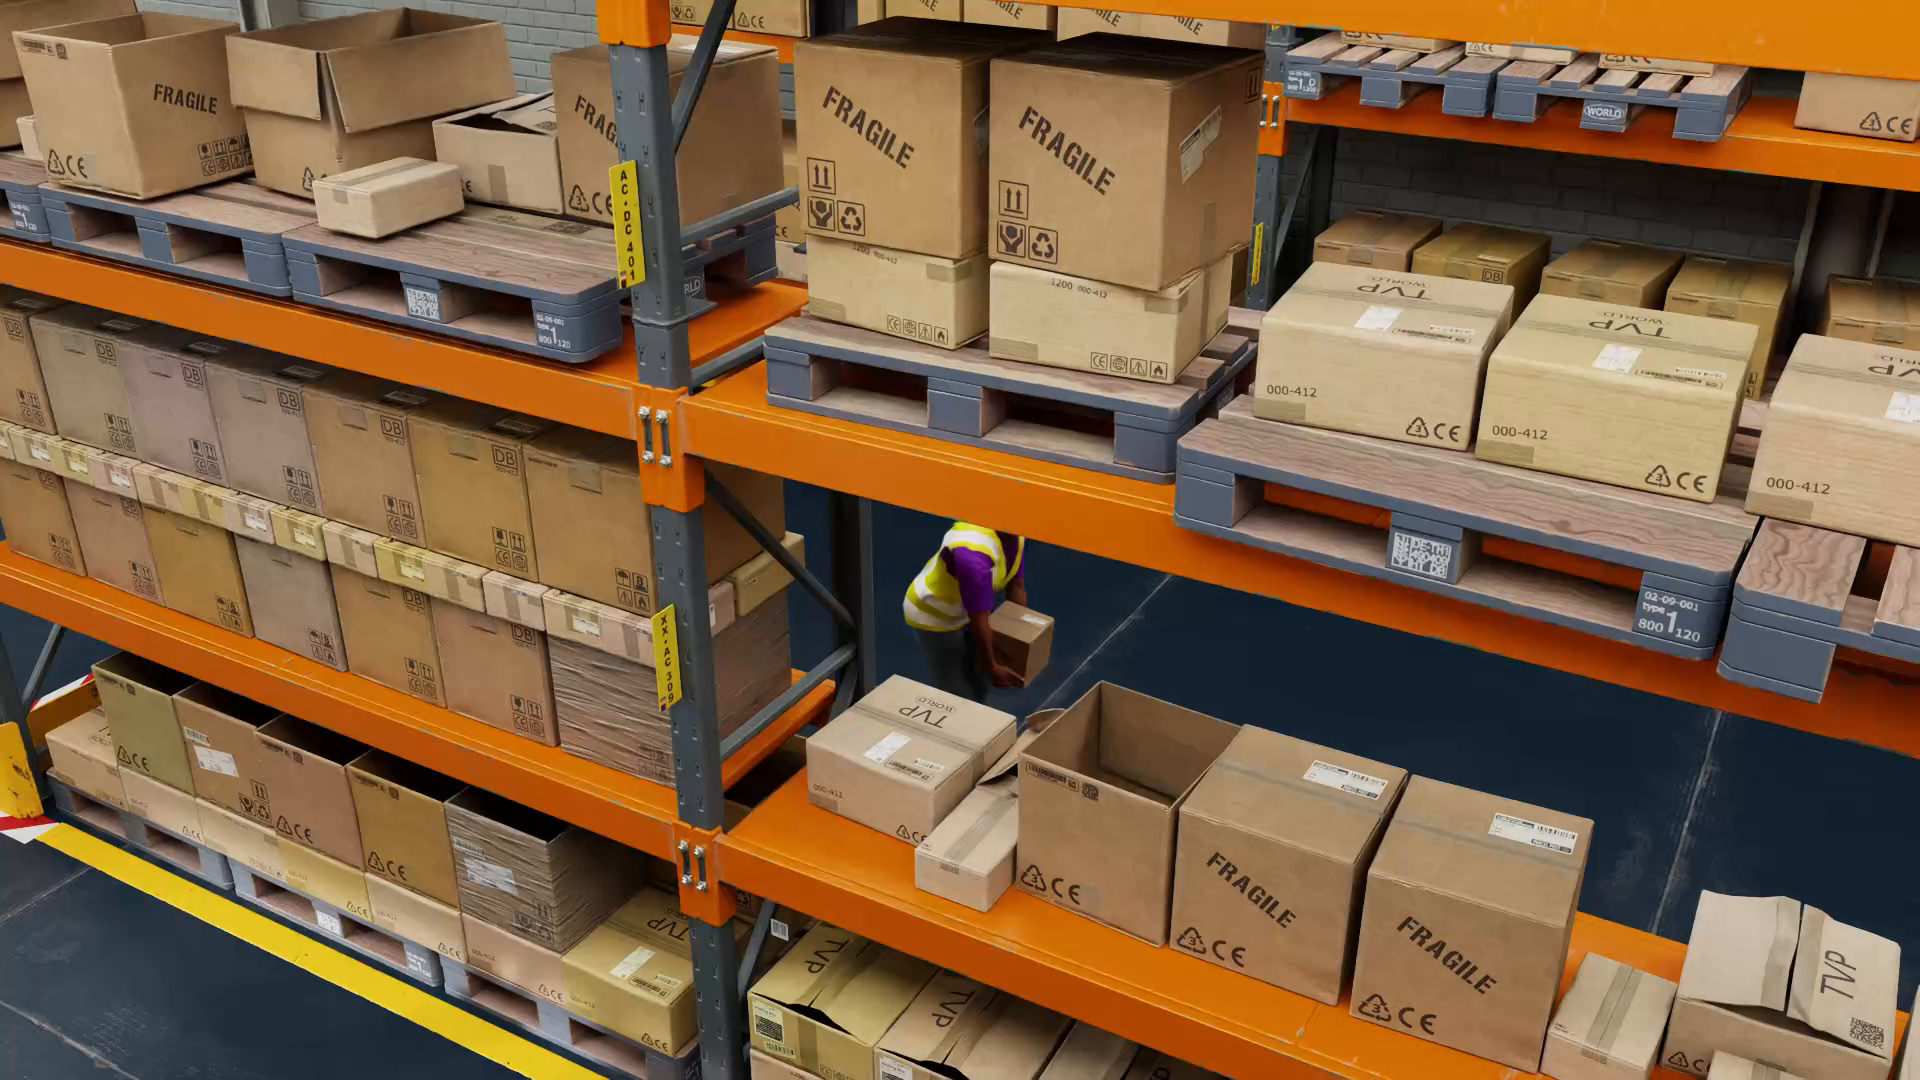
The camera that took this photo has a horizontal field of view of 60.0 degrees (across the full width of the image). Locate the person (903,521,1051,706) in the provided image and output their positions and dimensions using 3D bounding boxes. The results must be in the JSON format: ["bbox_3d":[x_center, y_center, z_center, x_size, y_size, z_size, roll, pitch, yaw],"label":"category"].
[{"bbox_3d":[0.105,0.404,7.463,0.691,1.659,0.483,14,29,25],"label":"person"}]
